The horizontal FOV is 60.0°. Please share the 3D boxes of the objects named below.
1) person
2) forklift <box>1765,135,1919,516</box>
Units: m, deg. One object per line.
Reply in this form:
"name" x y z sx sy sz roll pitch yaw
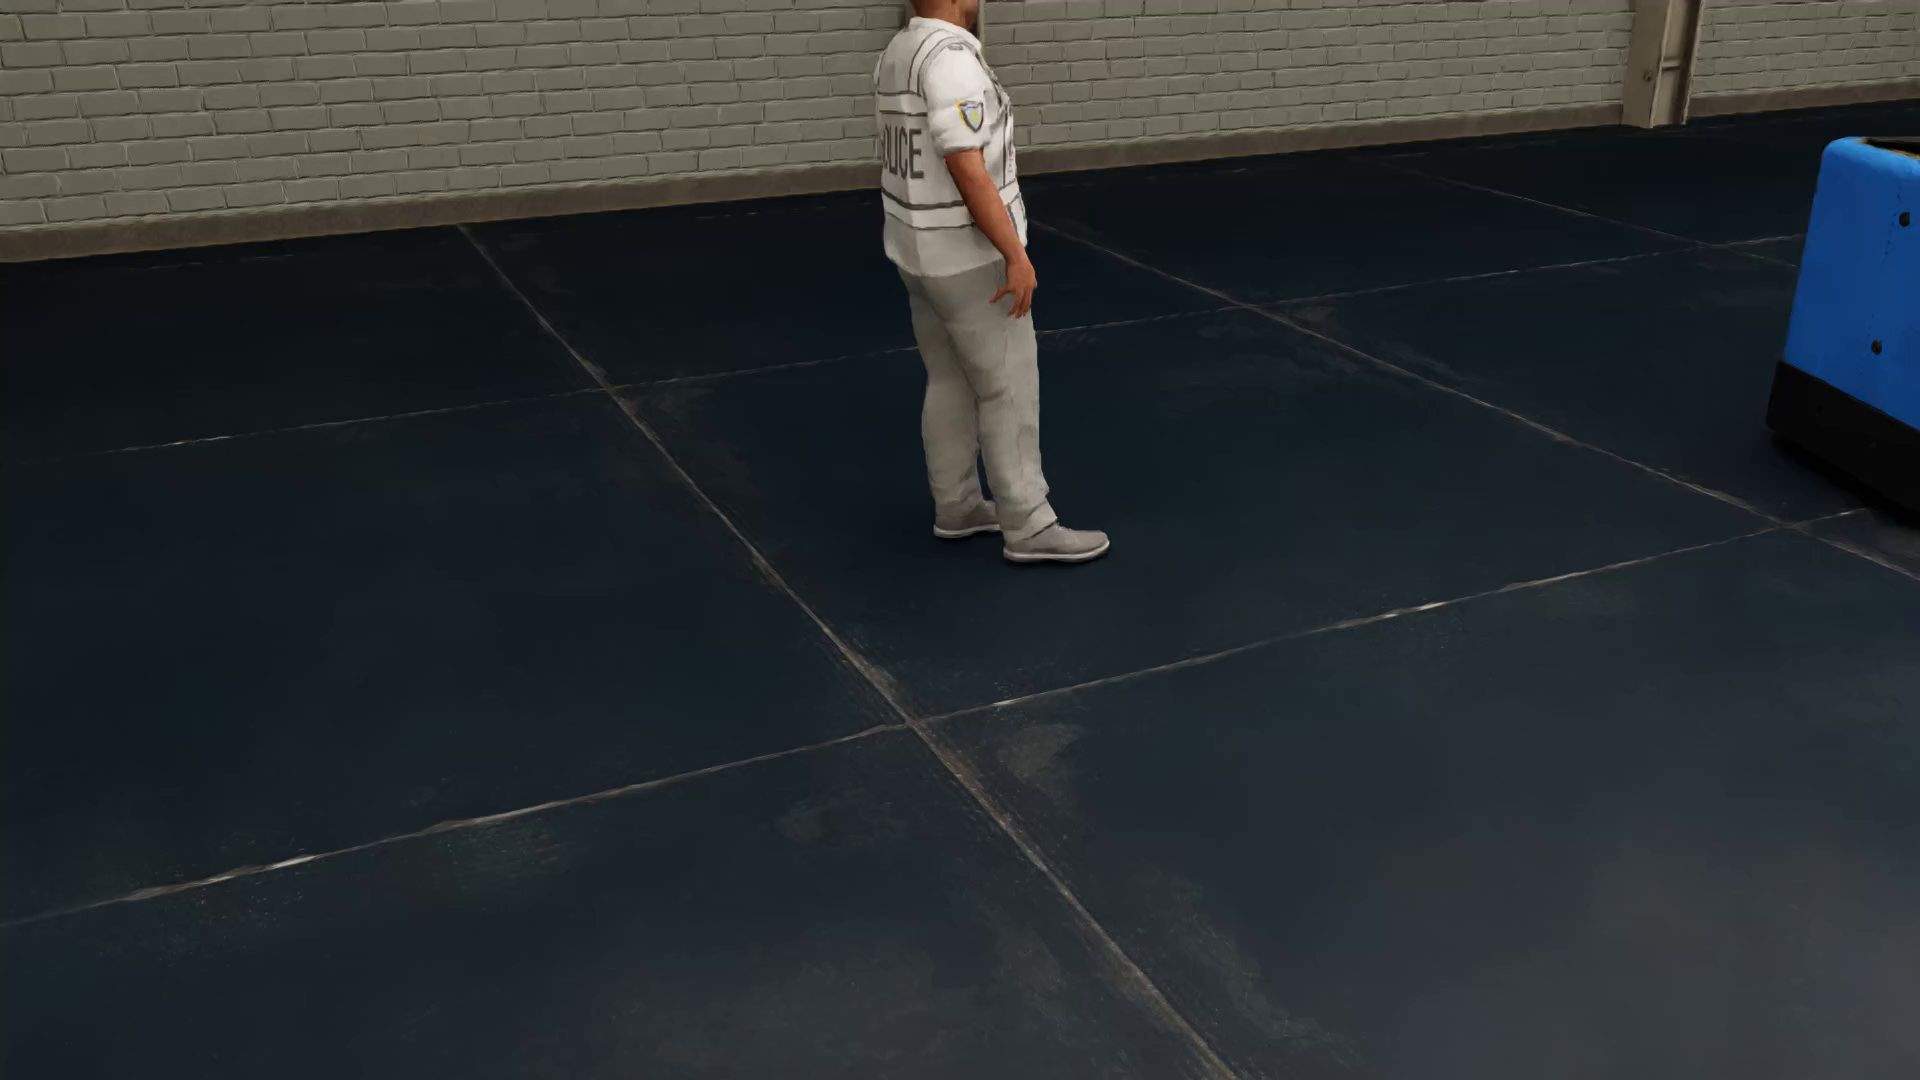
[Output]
"person" 0.076 -0.837 4.783 0.574 1.778 0.640 -10 25 -23
"forklift" 4.408 -1.579 5.088 3.031 2.935 1.130 -2 23 -5
